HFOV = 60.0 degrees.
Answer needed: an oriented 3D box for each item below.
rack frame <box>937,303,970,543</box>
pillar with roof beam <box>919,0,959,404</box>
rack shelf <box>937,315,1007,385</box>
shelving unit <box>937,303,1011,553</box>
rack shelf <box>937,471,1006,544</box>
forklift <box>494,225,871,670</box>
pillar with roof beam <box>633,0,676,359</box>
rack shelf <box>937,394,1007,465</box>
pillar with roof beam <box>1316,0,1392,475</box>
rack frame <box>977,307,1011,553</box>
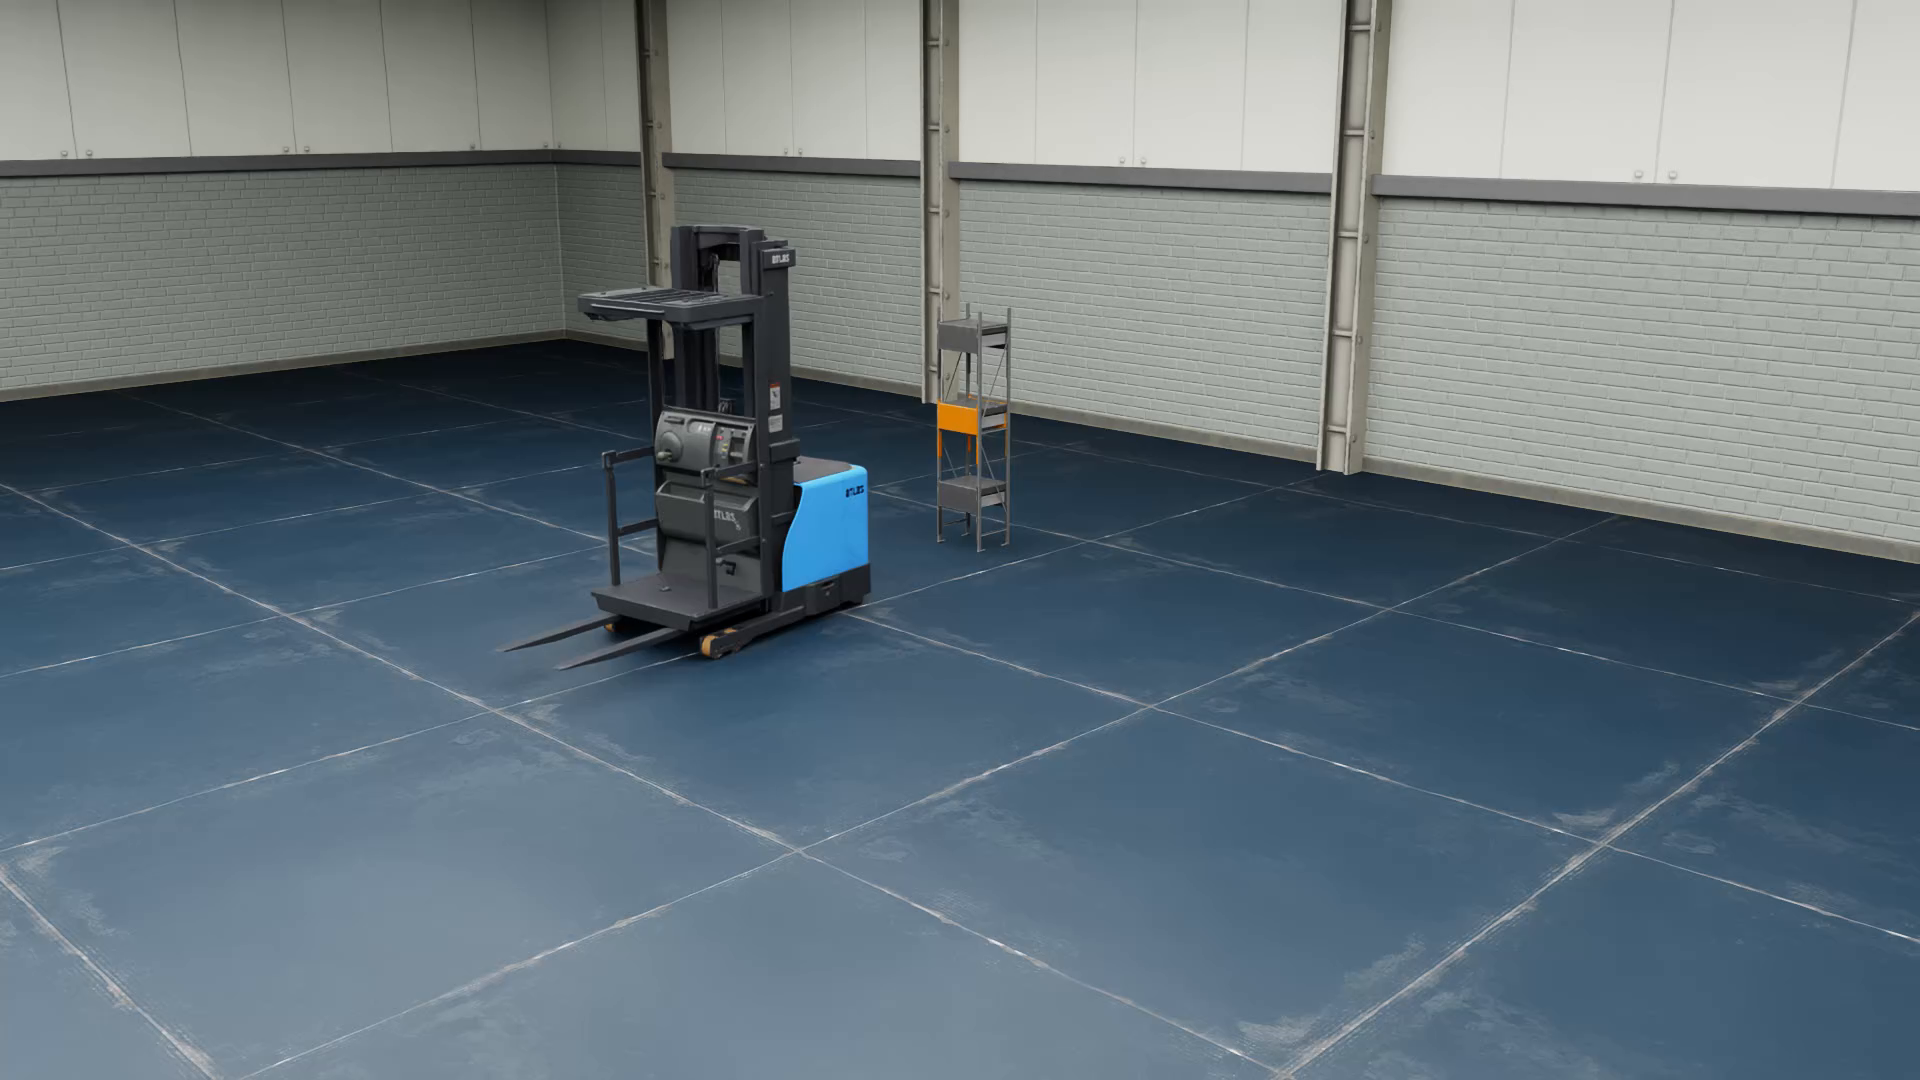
[{"bbox_3d":[-0.057,-1.030,14.720,0.015,2.100,0.400,14,20,42],"label":"rack frame"},{"bbox_3d":[-3.245,-5.371,17.697,0.400,9.000,9.100,14,20,42],"label":"pillar with roof beam"},{"bbox_3d":[0.119,-1.651,14.383,0.480,0.518,0.431,14,20,42],"label":"rack shelf"},{"bbox_3d":[0.119,-0.987,14.556,0.503,2.100,0.431,14,20,42],"label":"shelving unit"},{"bbox_3d":[0.119,-0.297,14.736,0.480,0.518,0.431,14,20,42],"label":"rack shelf"},{"bbox_3d":[-1.976,-0.719,11.879,1.130,2.935,3.031,10,18,35],"label":"forklift"},{"bbox_3d":[-7.565,-6.421,21.727,0.400,9.000,9.100,14,20,42],"label":"pillar with roof beam"},{"bbox_3d":[0.119,-0.974,14.560,0.480,0.518,0.431,14,20,42],"label":"rack shelf"},{"bbox_3d":[1.074,-4.321,13.667,0.400,9.000,9.100,14,20,42],"label":"pillar with roof beam"},{"bbox_3d":[0.295,-0.944,14.392,0.015,2.100,0.400,14,20,42],"label":"rack frame"}]
